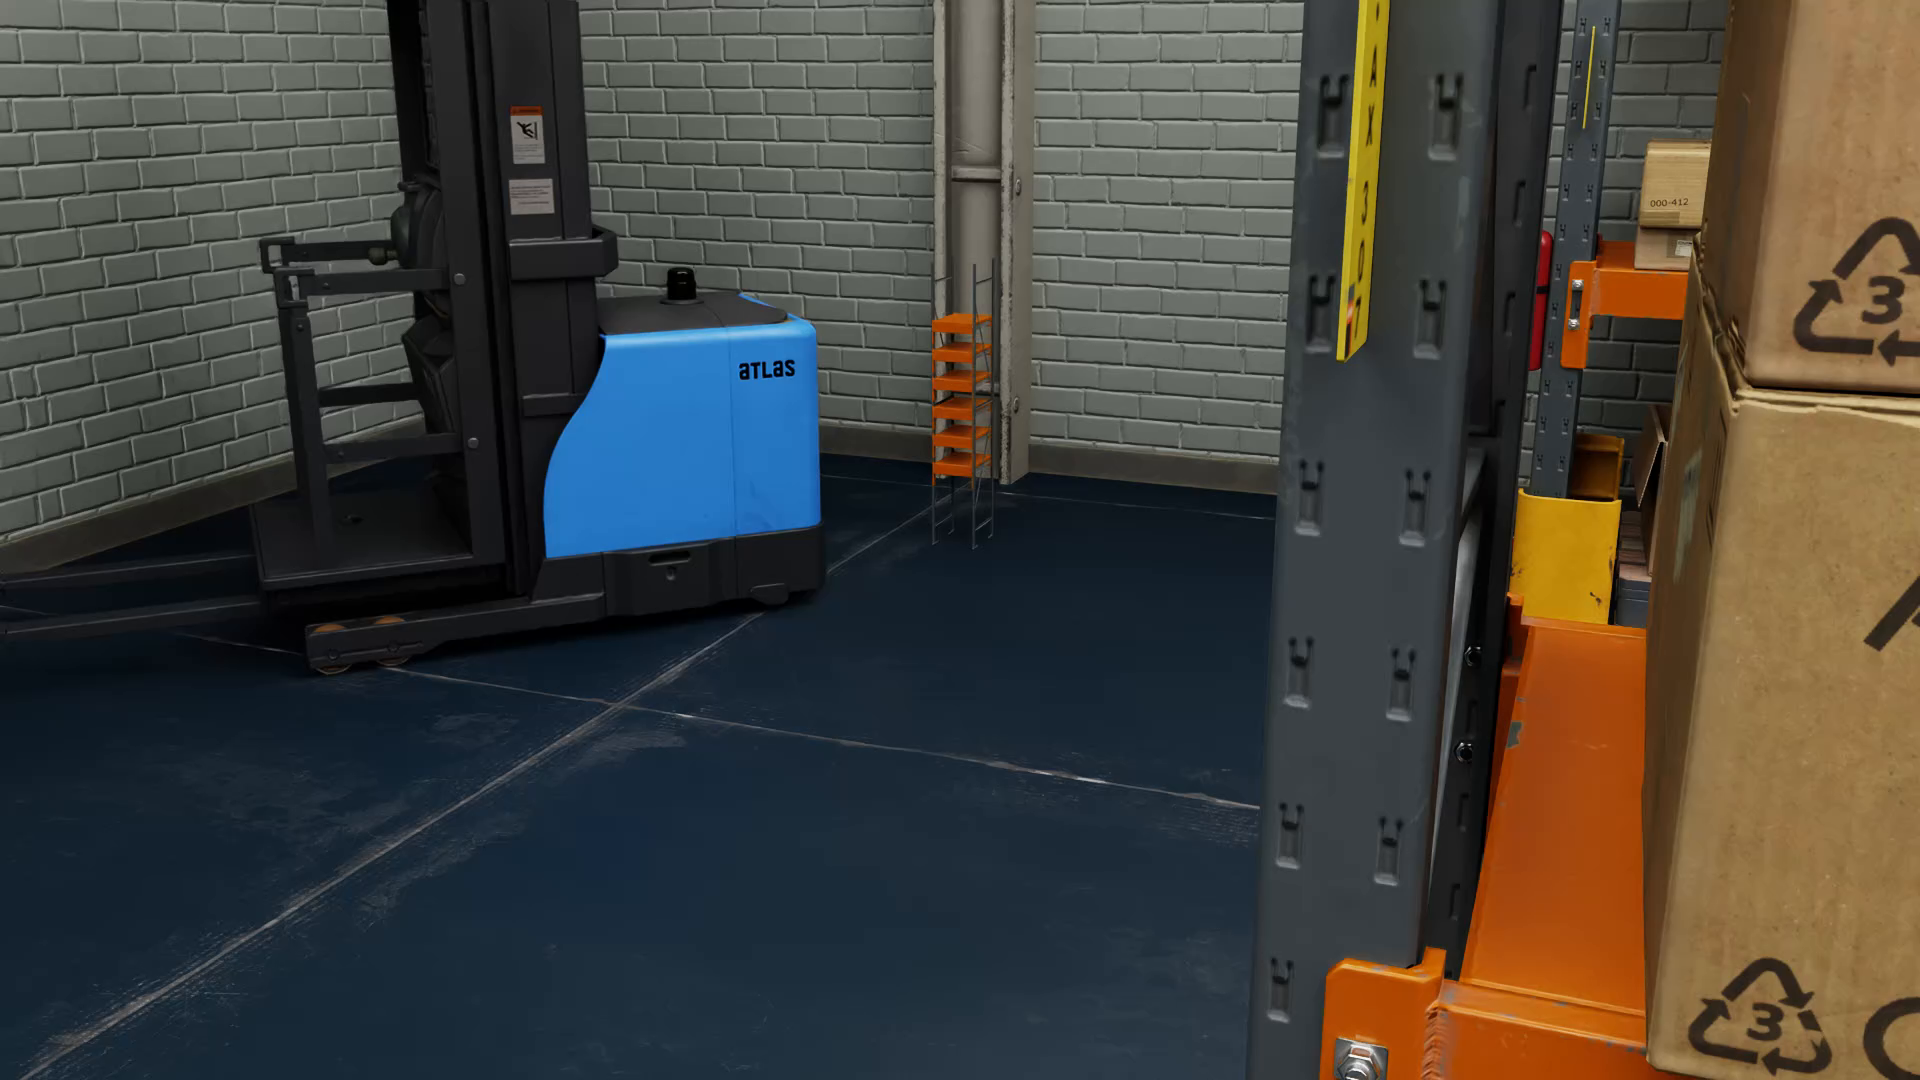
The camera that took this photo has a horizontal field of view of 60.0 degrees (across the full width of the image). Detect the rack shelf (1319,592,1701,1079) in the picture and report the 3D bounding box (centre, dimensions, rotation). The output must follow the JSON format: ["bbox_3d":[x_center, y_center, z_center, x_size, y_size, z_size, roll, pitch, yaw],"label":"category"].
[{"bbox_3d":[2.334,0.577,1.095,4.000,0.370,1.077,6,17,21],"label":"rack shelf"}]

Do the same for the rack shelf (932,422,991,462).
[{"bbox_3d":[0.013,-0.417,7.047,0.180,0.103,0.258,6,17,21],"label":"rack shelf"}]

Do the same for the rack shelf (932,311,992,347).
[{"bbox_3d":[0.013,-0.878,6.913,0.180,0.103,0.258,6,17,21],"label":"rack shelf"}]

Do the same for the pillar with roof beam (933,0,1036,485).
[{"bbox_3d":[-1.466,-3.535,3.208,0.400,9.000,9.100,6,17,21],"label":"pillar with roof beam"}]

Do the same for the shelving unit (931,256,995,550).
[{"bbox_3d":[0.013,-0.575,7.001,0.189,1.200,0.258,6,17,21],"label":"shelving unit"}]

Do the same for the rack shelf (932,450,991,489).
[{"bbox_3d":[0.013,-0.302,7.081,0.180,0.103,0.258,6,17,21],"label":"rack shelf"}]

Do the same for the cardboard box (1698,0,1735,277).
[{"bbox_3d":[1.009,-0.513,1.589,0.500,0.500,0.500,7,18,22],"label":"cardboard box"}]

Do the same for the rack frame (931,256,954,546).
[{"bbox_3d":[-0.072,-0.584,7.034,0.006,1.200,0.240,6,17,21],"label":"rack frame"}]

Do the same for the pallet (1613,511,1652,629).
[{"bbox_3d":[3.104,0.168,6.217,1.213,0.211,1.003,6,17,21],"label":"pallet"}]

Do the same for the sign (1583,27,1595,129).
[{"bbox_3d":[2.092,-1.536,5.530,0.005,0.325,0.100,6,17,21],"label":"sign"}]

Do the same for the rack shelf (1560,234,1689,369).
[{"bbox_3d":[4.152,-0.710,5.531,4.000,0.370,1.077,6,17,21],"label":"rack shelf"}]

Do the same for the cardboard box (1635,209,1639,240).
[{"bbox_3d":[2.698,-1.176,6.293,0.250,0.149,0.380,6,17,20],"label":"cardboard box"}]

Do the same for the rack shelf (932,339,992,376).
[{"bbox_3d":[0.013,-0.763,6.947,0.180,0.103,0.258,6,17,21],"label":"rack shelf"}]

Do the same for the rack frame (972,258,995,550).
[{"bbox_3d":[0.099,-0.565,6.969,0.006,1.200,0.240,6,17,21],"label":"rack frame"}]

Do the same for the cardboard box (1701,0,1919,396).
[{"bbox_3d":[0.815,-0.378,1.123,0.500,0.500,0.500,6,17,19],"label":"cardboard box"}]

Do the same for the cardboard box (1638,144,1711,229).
[{"bbox_3d":[2.614,-1.215,5.714,0.500,0.250,0.500,6,17,21],"label":"cardboard box"}]

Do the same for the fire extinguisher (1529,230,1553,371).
[{"bbox_3d":[1.985,-0.939,5.837,0.183,0.674,0.296,6,17,21],"label":"fire extinguisher"}]

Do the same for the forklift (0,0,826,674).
[{"bbox_3d":[-2.074,-1.122,5.780,3.031,2.935,1.130,-7,18,-23],"label":"forklift"}]

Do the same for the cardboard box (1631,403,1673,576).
[{"bbox_3d":[2.825,-0.176,6.125,0.637,0.503,0.797,6,17,18],"label":"cardboard box"}]

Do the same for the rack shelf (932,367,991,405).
[{"bbox_3d":[0.013,-0.647,6.980,0.180,0.103,0.258,6,17,21],"label":"rack shelf"}]

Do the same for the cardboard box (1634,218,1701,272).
[{"bbox_3d":[2.496,-1.035,5.810,0.250,0.149,0.380,6,17,20],"label":"cardboard box"}]

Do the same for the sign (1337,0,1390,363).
[{"bbox_3d":[0.264,-0.283,1.074,0.005,0.325,0.100,6,17,21],"label":"sign"}]

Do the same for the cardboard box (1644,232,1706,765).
[{"bbox_3d":[1.019,-0.040,1.752,0.500,0.500,0.500,6,17,21],"label":"cardboard box"}]

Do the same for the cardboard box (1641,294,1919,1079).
[{"bbox_3d":[0.814,0.103,1.260,0.500,0.500,0.500,6,17,20],"label":"cardboard box"}]

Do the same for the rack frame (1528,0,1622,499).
[{"bbox_3d":[2.291,-1.261,6.135,0.127,3.000,1.000,6,17,21],"label":"rack frame"}]

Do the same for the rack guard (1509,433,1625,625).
[{"bbox_3d":[2.362,-0.052,6.457,0.348,0.500,1.175,6,17,21],"label":"rack guard"}]

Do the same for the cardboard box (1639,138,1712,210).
[{"bbox_3d":[2.816,-1.353,6.190,0.500,0.250,0.500,7,18,22],"label":"cardboard box"}]

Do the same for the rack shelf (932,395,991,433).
[{"bbox_3d":[0.013,-0.532,7.014,0.180,0.103,0.258,6,17,21],"label":"rack shelf"}]
